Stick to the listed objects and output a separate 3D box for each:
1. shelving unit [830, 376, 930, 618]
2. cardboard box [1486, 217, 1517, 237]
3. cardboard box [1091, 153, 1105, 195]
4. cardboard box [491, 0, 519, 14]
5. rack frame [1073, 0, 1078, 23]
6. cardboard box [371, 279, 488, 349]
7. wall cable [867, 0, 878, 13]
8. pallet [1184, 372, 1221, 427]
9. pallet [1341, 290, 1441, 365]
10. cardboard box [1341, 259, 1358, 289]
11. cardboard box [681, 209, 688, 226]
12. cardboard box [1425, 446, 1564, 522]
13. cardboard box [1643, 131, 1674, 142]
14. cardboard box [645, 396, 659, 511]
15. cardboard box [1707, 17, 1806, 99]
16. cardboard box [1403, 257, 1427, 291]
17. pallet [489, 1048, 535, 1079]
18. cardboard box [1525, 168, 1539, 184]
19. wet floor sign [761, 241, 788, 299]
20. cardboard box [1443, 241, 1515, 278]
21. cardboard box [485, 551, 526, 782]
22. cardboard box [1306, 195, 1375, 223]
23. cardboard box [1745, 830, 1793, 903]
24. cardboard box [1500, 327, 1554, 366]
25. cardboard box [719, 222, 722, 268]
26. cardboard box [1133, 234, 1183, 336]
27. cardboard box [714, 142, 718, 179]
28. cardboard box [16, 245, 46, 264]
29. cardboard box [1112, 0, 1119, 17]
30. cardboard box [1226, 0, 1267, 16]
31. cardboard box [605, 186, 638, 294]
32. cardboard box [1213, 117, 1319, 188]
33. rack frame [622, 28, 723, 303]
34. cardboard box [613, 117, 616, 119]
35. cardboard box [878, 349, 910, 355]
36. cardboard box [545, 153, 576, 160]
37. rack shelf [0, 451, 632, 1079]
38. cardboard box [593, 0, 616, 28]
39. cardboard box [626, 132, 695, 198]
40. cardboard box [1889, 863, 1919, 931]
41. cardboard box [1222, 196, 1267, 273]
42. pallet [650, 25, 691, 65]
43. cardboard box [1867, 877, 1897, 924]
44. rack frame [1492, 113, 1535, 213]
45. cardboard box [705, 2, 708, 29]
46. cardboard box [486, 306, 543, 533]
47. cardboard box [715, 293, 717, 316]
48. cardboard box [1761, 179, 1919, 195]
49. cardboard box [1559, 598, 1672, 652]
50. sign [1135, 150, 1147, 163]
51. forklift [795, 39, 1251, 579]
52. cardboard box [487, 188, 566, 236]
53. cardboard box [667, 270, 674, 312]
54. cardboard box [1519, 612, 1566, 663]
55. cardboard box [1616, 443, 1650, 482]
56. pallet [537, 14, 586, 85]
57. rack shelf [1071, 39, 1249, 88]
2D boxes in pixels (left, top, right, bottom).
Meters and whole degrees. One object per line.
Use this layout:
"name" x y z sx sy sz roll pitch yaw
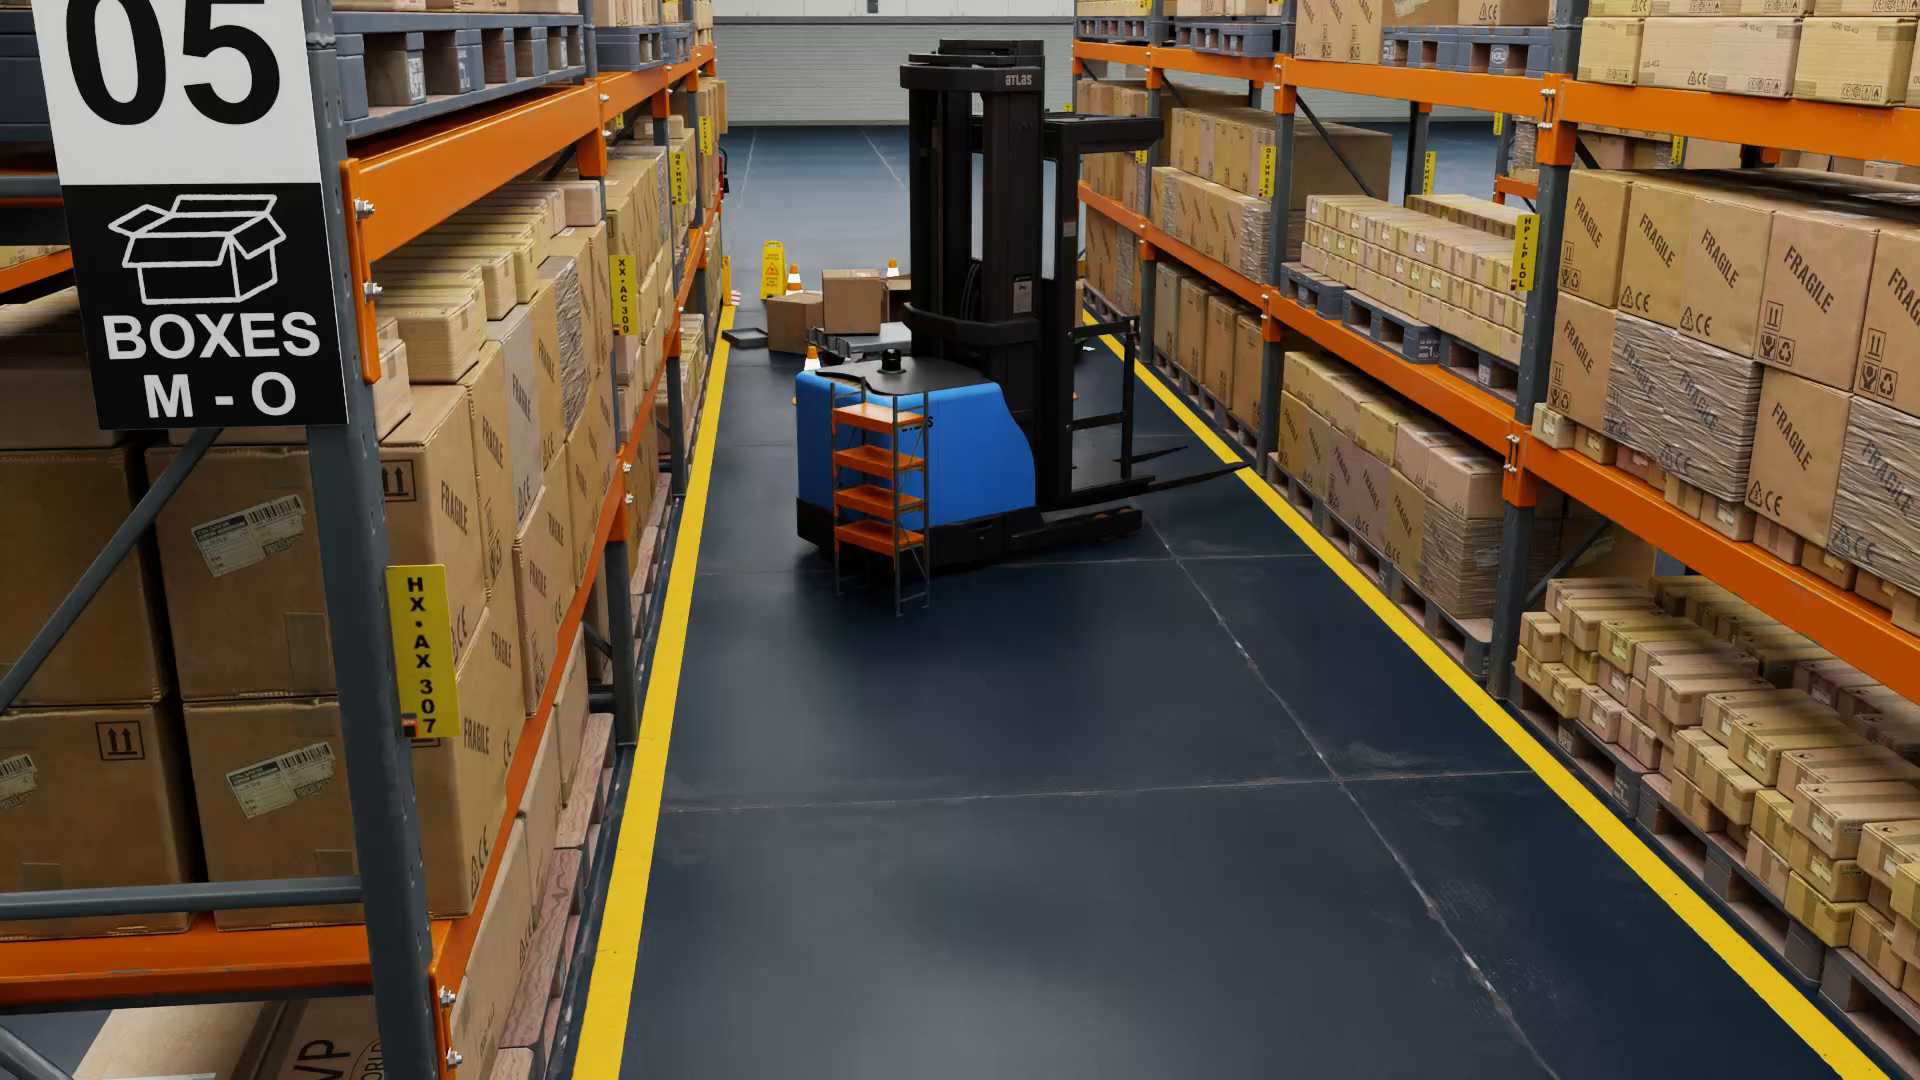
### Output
"shelving unit" -0.428 -0.237 8.930 0.503 1.200 0.258 17 24 42
"cardboard box" 3.221 -1.747 9.460 0.380 0.149 0.250 -1 17 -3
"cardboard box" 1.853 -3.912 17.380 0.875 0.550 0.550 -2 18 -6
"cardboard box" -1.746 -1.853 5.023 0.797 0.503 0.637 0 17 -1
"rack frame" 1.758 -7.146 17.915 1.000 3.000 0.127 -2 18 -6
"cardboard box" -1.322 -0.517 3.896 0.380 0.149 0.250 -2 18 -7
"wall cable" -1.555 -18.341 47.896 2.305 6.003 0.169 -2 18 -6
"pallet" 2.454 -1.170 13.550 1.003 0.211 1.213 -2 18 -6
"pallet" 2.828 -1.220 9.376 1.003 0.211 1.213 -2 18 -6
"cardboard box" 2.514 -1.600 9.985 0.380 0.149 0.250 -1 17 -3
"cardboard box" -2.324 -2.540 12.978 0.380 0.149 0.250 -2 18 -6
"cardboard box" 2.667 -0.288 8.307 0.500 0.250 0.500 -2 18 -7
"cardboard box" 6.794 -4.007 15.600 0.500 0.500 0.500 -2 18 -6
"cardboard box" -2.341 -0.695 10.230 0.875 0.875 0.875 -2 18 -6
"cardboard box" 2.876 -1.617 5.563 0.500 0.250 0.500 -1 17 -3
"cardboard box" 2.619 -1.436 8.964 0.380 0.149 0.250 -2 18 -5
"pallet" -1.665 1.761 4.215 1.003 0.211 1.213 -2 18 -6
"cardboard box" 6.512 -4.045 18.471 0.380 0.149 0.250 -2 18 -6
"wet floor sign" -2.110 -3.067 18.869 0.267 0.644 0.232 4 18 13
"cardboard box" 2.680 -1.422 8.422 0.380 0.149 0.250 -2 18 -6
"cardboard box" -1.349 0.317 3.993 0.500 0.500 0.500 -2 18 -6
"cardboard box" 2.439 -2.119 10.645 0.380 0.149 0.250 -2 18 -6
"cardboard box" 2.942 1.109 5.696 0.380 0.149 0.250 -1 17 -5
"cardboard box" 2.758 -0.901 7.758 0.380 0.149 0.250 -2 18 -7
"cardboard box" -2.813 -3.116 17.732 0.500 0.500 0.500 -2 18 -5
"cardboard box" 2.175 -2.468 15.877 0.875 0.875 0.875 -2 17 -5
"cardboard box" -2.778 -3.988 17.207 0.500 0.500 0.500 -2 18 -6
"cardboard box" -7.289 -2.242 12.562 0.500 0.250 0.500 -2 18 -5
"cardboard box" 1.682 -5.129 16.051 0.380 0.149 0.250 -2 18 -6
"cardboard box" 2.177 -3.839 11.670 0.500 0.311 0.500 -2 18 -6
"cardboard box" -1.757 -1.341 7.604 0.500 0.500 0.500 -2 18 -6
"cardboard box" 2.385 -3.015 12.935 0.700 0.500 0.500 -2 18 -6
"rack frame" -3.155 -4.101 18.230 1.000 3.000 0.127 -2 18 -6
"cardboard box" -3.046 -3.457 13.734 0.380 0.149 0.250 -2 18 -6
"cardboard box" -0.692 -1.913 15.828 0.396 0.266 0.258 16 24 42
"cardboard box" -2.462 -1.940 9.512 0.500 0.500 0.500 -2 18 -5
"rack shelf" -1.711 0.414 5.052 1.077 0.370 4.000 -2 18 -6
"cardboard box" -1.621 -2.253 6.860 0.396 0.266 0.258 -2 18 -6
"cardboard box" -2.414 -3.021 13.426 0.500 0.500 0.500 -2 18 -5
"cardboard box" 2.980 1.060 4.859 0.380 0.149 0.250 -2 18 -7
"cardboard box" 2.220 -2.222 12.081 0.500 0.500 0.500 -2 18 -6
"pallet" -2.211 -2.868 9.612 1.213 0.211 1.003 -1 17 -3
"cardboard box" 3.089 1.115 5.180 0.380 0.149 0.250 -2 18 -6
"rack frame" 6.702 -4.407 19.206 1.000 3.000 0.127 -2 18 -6
"cardboard box" -2.671 -5.003 15.852 0.500 0.250 0.500 -2 18 -5
"cardboard box" -1.392 -0.317 4.343 0.500 0.500 0.500 -2 18 -6
"cardboard box" -2.659 -2.298 16.379 0.500 0.250 0.500 -2 18 -6
"cardboard box" 3.372 -1.089 6.307 0.500 0.500 0.500 -2 18 -7
"cardboard box" 2.795 0.361 7.086 0.380 0.149 0.250 -1 17 -3
"sign" 1.619 -3.525 14.820 0.100 0.325 0.005 -2 18 -6
"forklift" 0.513 -1.508 10.088 3.031 2.935 1.130 -12 21 -34
"cardboard box" -1.650 -1.196 6.059 0.380 0.149 0.250 -1 17 -4
"cardboard box" -2.020 -1.503 10.207 0.500 0.250 0.500 -2 18 -8
"cardboard box" 2.715 0.427 7.369 0.380 0.149 0.250 -1 17 -3
"cardboard box" 2.880 -0.341 6.676 0.380 0.149 0.250 -3 18 -8
"pallet" -1.843 -1.670 5.629 1.003 0.211 1.213 -2 18 -6
"rack shelf" 1.964 -4.776 16.574 1.077 0.370 4.000 -2 18 -6
